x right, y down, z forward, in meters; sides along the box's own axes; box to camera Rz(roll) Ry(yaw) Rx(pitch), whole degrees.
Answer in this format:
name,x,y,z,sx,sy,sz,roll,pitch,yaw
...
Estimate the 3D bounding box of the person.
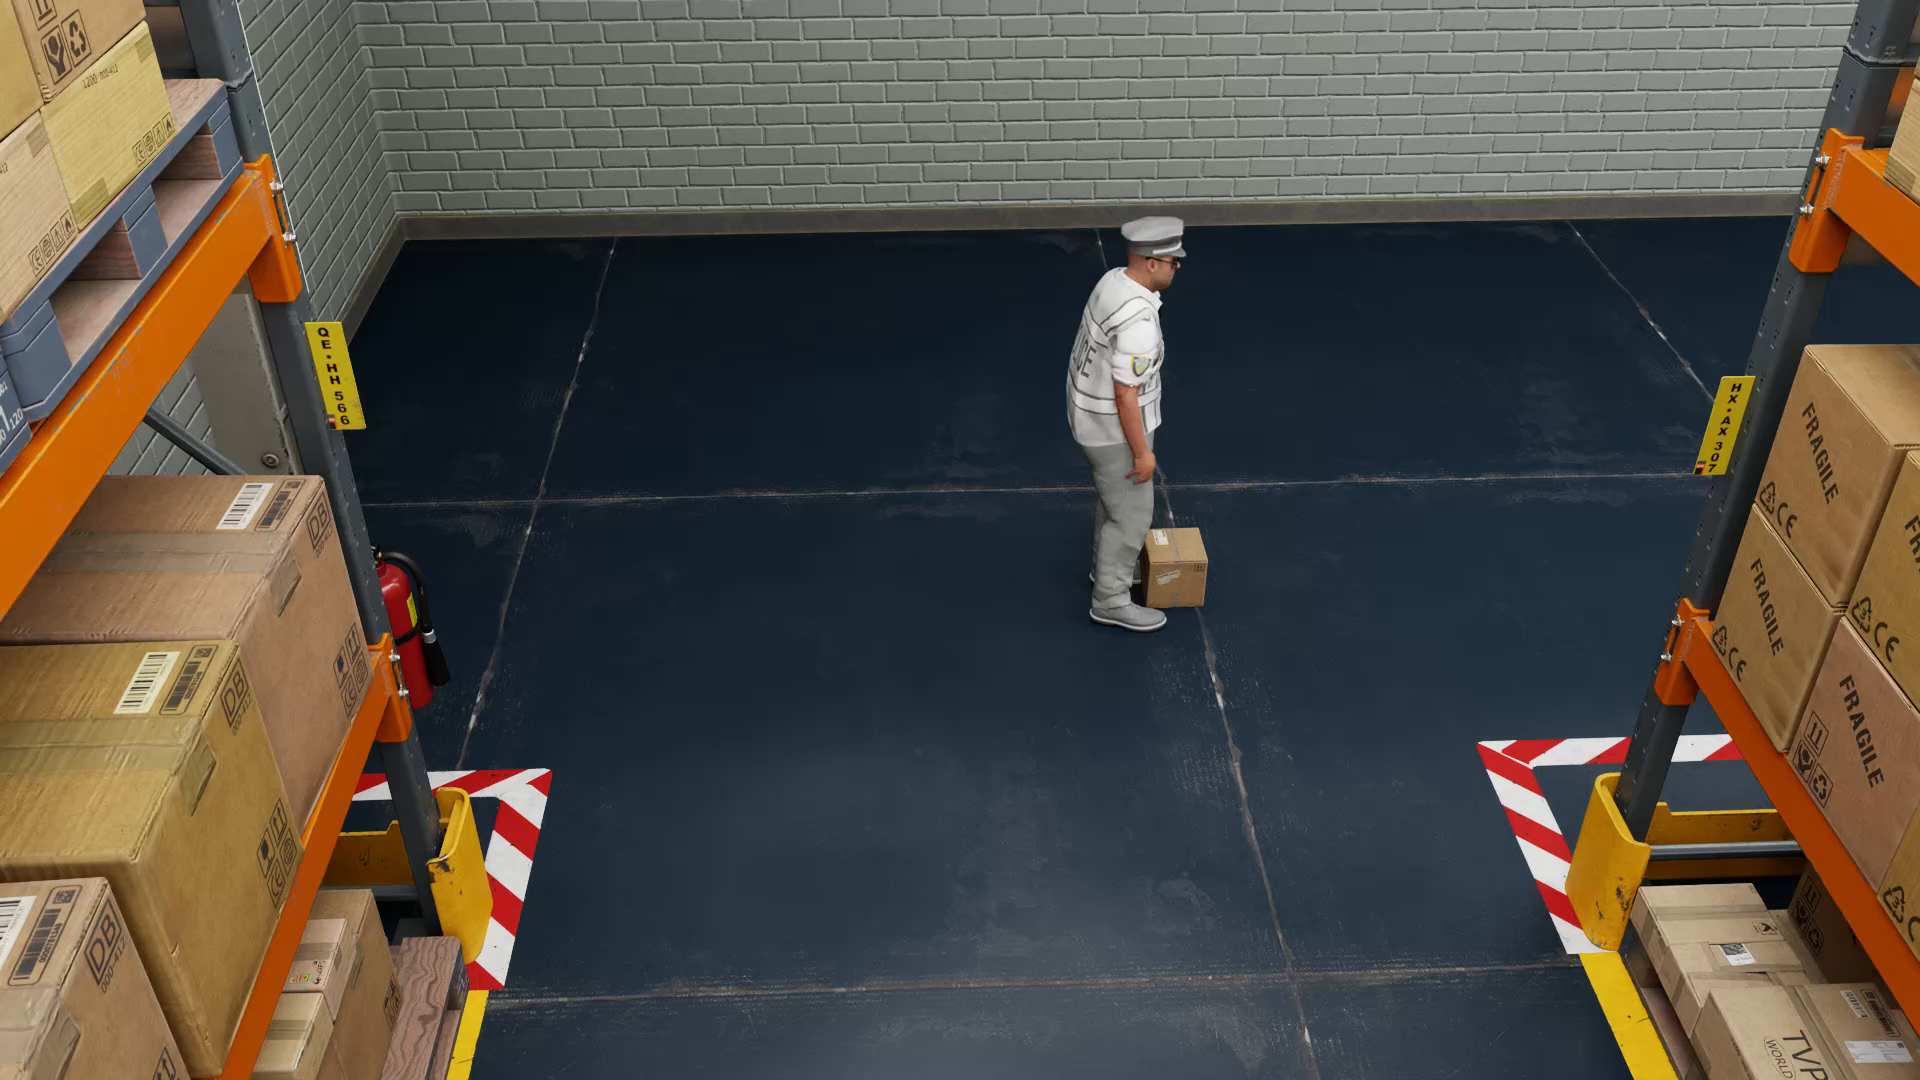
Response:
name,x,y,z,sx,sy,sz,roll,pitch,yaw
person,0.675,-0.484,6.829,0.467,1.748,0.593,-2,35,-3
